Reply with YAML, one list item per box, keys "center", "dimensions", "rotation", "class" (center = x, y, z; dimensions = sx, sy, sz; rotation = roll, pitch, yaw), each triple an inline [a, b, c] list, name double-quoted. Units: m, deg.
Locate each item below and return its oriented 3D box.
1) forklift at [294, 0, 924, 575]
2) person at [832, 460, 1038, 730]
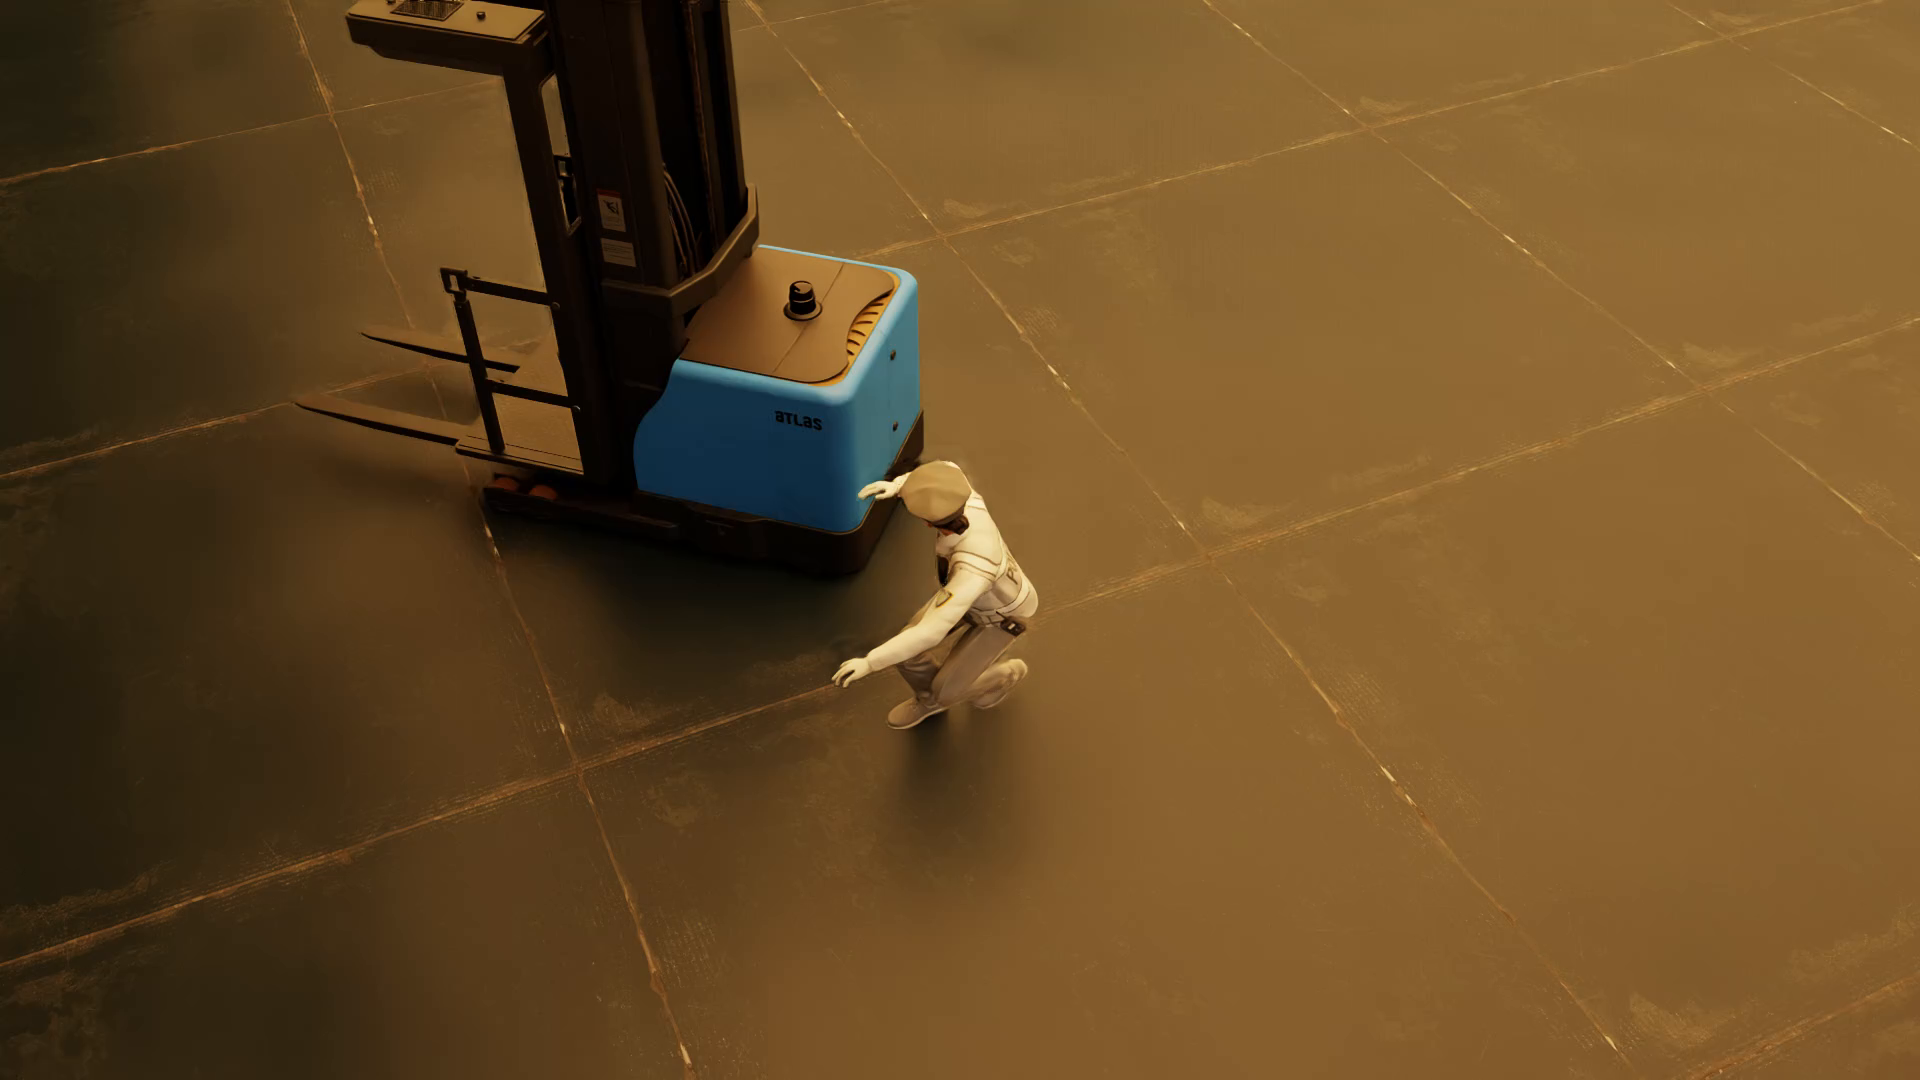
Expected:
- center: [-1.754, -1.499, 7.287]
  dimensions: [3.031, 2.935, 1.130]
  rotation: [12, 44, 13]
  class: "forklift"
- center: [-0.165, 0.281, 6.515]
  dimensions: [0.945, 1.400, 0.708]
  rotation: [-21, 47, -21]
  class: "person"
